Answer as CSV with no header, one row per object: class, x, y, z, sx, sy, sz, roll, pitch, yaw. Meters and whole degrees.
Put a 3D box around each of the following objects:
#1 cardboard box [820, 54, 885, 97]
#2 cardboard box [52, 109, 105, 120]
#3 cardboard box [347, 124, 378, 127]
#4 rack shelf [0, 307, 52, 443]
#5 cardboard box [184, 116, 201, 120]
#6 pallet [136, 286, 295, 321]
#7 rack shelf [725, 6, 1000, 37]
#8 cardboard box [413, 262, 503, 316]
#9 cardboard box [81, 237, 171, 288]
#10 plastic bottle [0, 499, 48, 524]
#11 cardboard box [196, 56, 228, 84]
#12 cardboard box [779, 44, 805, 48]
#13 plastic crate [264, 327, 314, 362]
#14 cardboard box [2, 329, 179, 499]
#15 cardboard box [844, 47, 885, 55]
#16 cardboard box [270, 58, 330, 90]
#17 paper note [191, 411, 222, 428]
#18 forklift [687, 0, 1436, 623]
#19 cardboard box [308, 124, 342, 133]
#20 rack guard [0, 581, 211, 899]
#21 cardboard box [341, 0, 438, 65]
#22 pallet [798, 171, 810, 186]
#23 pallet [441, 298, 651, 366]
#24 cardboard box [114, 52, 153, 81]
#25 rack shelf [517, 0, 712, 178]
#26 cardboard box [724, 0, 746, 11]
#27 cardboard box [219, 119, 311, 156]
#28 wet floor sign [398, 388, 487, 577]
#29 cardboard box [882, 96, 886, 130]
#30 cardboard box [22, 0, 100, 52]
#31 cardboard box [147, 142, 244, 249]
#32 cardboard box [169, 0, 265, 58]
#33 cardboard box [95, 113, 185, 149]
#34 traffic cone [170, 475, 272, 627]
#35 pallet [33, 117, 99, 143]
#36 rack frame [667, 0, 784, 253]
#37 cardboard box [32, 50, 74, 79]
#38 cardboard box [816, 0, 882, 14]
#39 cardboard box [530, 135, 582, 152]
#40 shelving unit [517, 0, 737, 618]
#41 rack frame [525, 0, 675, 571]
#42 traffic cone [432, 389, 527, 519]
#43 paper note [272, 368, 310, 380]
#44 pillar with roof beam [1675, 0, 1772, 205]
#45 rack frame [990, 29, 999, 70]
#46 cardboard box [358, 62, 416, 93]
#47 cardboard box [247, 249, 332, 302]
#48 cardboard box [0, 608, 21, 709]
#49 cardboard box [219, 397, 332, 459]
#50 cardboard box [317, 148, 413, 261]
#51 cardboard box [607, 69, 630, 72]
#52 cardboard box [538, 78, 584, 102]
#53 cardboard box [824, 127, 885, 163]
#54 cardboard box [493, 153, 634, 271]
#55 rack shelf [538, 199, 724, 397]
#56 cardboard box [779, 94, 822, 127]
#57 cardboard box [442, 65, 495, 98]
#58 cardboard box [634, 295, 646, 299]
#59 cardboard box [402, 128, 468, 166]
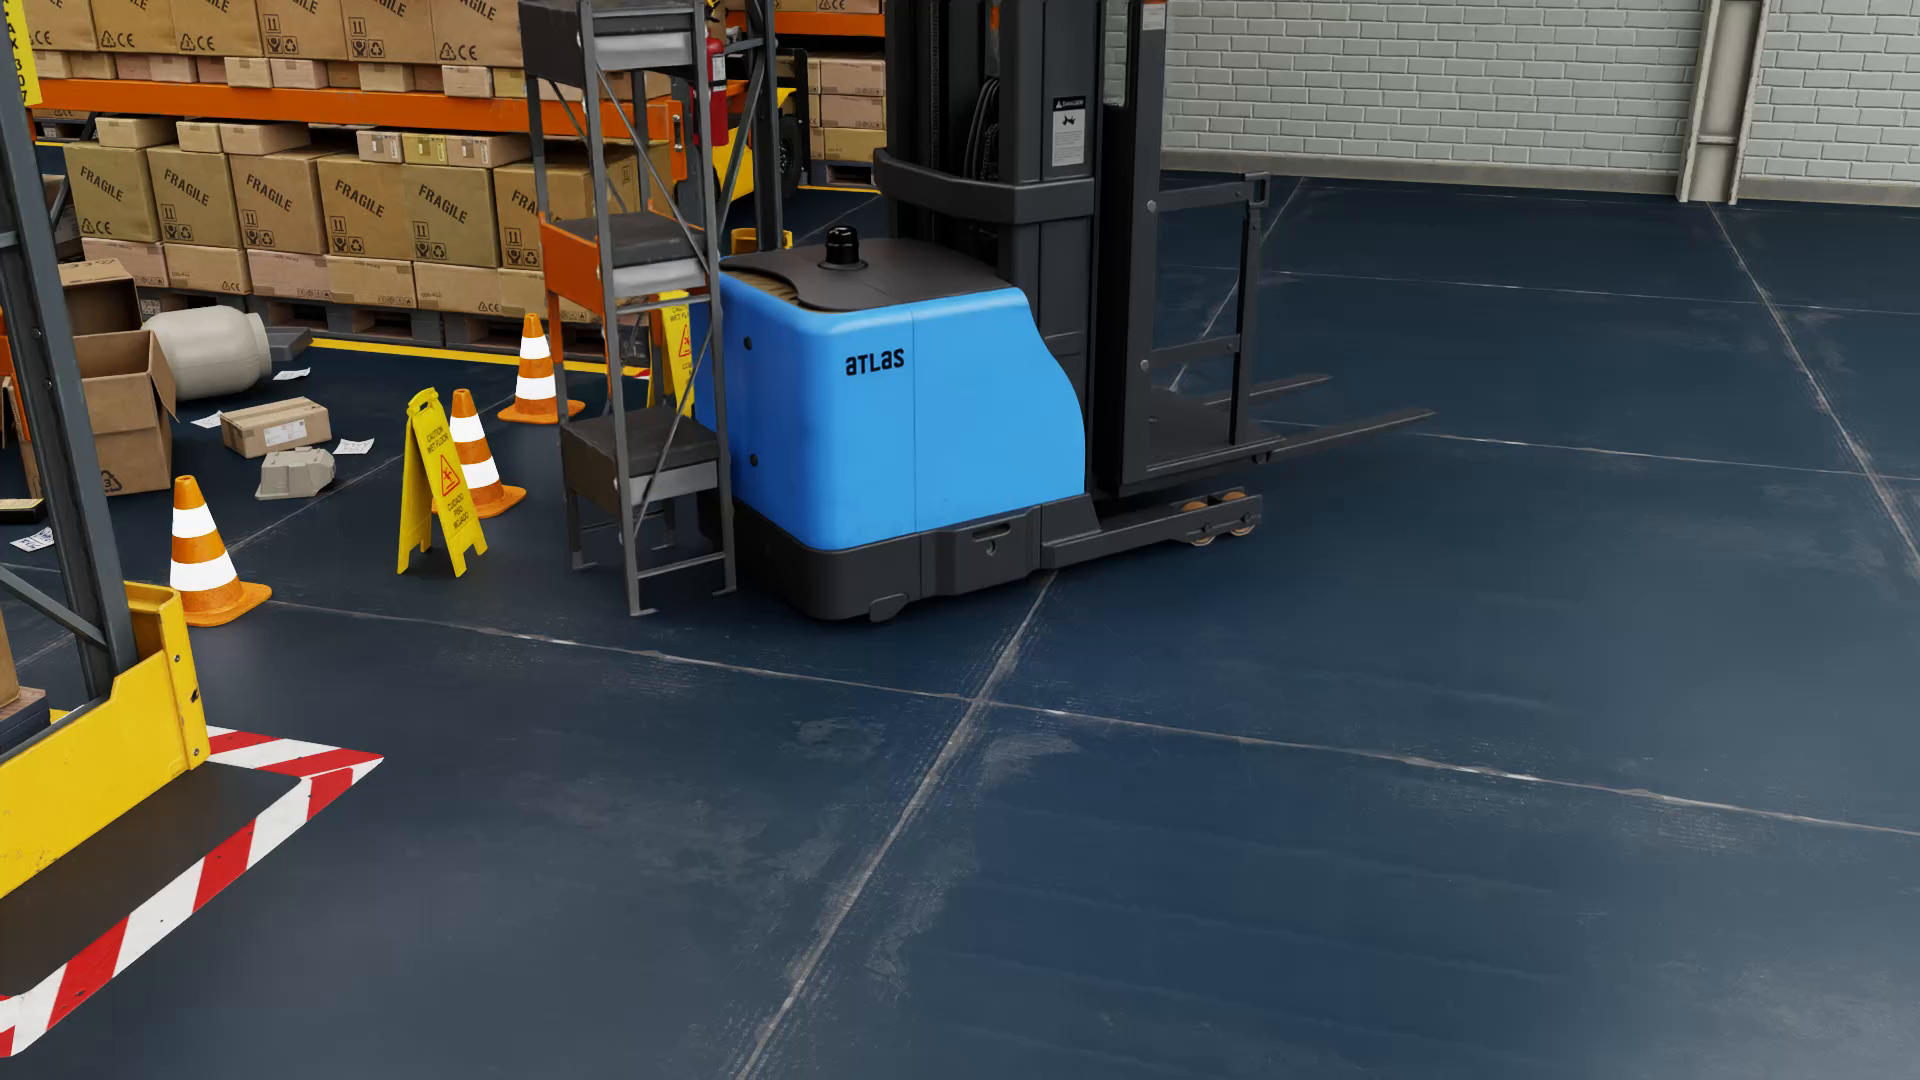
cardboard box,-0.747,-3.582,12.803,0.500,0.250,0.500,7,23,16
cardboard box,-7.851,-4.090,15.028,0.500,0.500,0.500,7,23,17
cardboard box,-4.798,-3.882,14.356,0.625,0.625,0.875,6,23,15
rack shelf,-4.403,-0.480,4.435,4.000,0.370,1.077,7,23,16
cardboard box,-6.791,-4.106,14.903,0.625,0.625,0.875,7,23,17
pallet,-4.332,-1.490,9.625,1.213,0.211,1.003,7,23,16
rack shelf,-1.640,-4.093,13.244,4.000,0.370,1.077,7,23,16
cardboard box,-2.501,-1.375,8.741,0.500,0.250,0.500,7,23,16
cardboard box,-4.498,-1.601,9.290,0.500,0.250,0.500,5,23,13
plastic bottle,-3.707,-0.111,6.460,0.283,0.061,0.133,-1,22,-3
cardboard box,-3.765,-2.489,8.718,0.250,0.149,0.380,6,23,15
cardboard box,-1.575,-3.884,13.538,0.500,0.250,0.500,6,23,14
plastic crate,-3.719,-1.020,8.652,0.583,0.080,0.402,-1,22,-3
cardboard box,-3.569,-0.521,6.876,0.637,0.503,0.797,-9,24,-21
cardboard box,-0.610,-3.766,13.252,0.500,0.250,0.500,7,23,16
cardboard box,-3.305,-2.413,8.531,0.250,0.149,0.380,6,23,15
paper note,-3.405,-0.552,7.590,0.142,0.019,0.148,16,27,34
forklift,0.547,-1.487,6.034,3.031,2.935,1.130,-14,26,-30
cardboard box,-3.854,-2.088,9.489,0.500,0.500,0.500,7,23,16
rack guard,-2.466,0.566,4.232,0.348,0.500,1.175,7,23,16
cardboard box,-2.711,-2.659,8.275,0.500,0.500,0.500,6,23,15
pallet,-1.634,-3.120,13.597,1.213,0.211,1.003,7,23,15
pallet,-1.996,-1.223,8.973,1.213,0.211,1.003,7,23,16
cardboard box,-4.256,-2.547,8.858,0.250,0.149,0.380,6,23,15
rack shelf,-1.091,-1.463,5.261,0.431,0.518,0.480,-15,27,-32
cardboard box,-1.742,-4.379,12.861,0.500,0.500,0.500,7,23,16
cardboard box,-3.645,-2.128,8.732,0.250,0.149,0.380,8,24,19
wet floor sign,-1.889,-0.220,5.957,0.232,0.644,0.267,3,22,6
cardboard box,-0.282,-3.300,12.773,0.500,0.250,0.500,6,23,15
cardboard box,-4.644,-2.876,8.804,0.500,0.500,0.500,6,23,15
cardboard box,-3.982,-1.893,9.015,0.500,0.500,0.500,8,23,18
cardboard box,-3.680,-2.769,8.545,0.500,0.500,0.500,6,23,15
cardboard box,-4.396,-2.212,8.938,0.250,0.149,0.380,7,23,16
traffic cone,-2.587,0.006,5.645,0.334,0.463,0.336,7,23,16
pallet,-8.088,-3.889,15.473,1.213,0.211,1.003,7,23,16
rack frame,-1.156,-2.403,8.175,0.127,3.000,1.000,7,23,16
cardboard box,-4.776,-2.574,8.924,0.250,0.149,0.380,6,23,15
cardboard box,-0.766,-4.272,12.600,0.500,0.500,0.500,7,23,17
cardboard box,-2.373,-1.919,9.077,0.500,0.500,0.500,6,23,14
shelving unit,-1.091,-0.828,5.521,0.431,2.100,0.503,-15,27,-32
rack frame,-1.230,-0.904,5.707,0.400,2.100,0.015,-15,27,-32
traffic cone,-1.935,-0.367,6.555,0.334,0.463,0.336,7,23,16
paper note,-3.312,-0.826,8.244,0.148,0.019,0.142,-1,22,-3
pillar with roof beam,4.369,-5.164,7.002,0.400,9.000,9.100,7,23,16
rack frame,0.275,-4.207,12.573,0.127,3.000,1.000,7,23,16
cardboard box,-2.820,-2.365,8.413,0.250,0.149,0.380,6,23,15
cardboard box,-3.475,-1.489,9.017,0.500,0.250,0.500,6,23,15
cardboard box,-3.157,0.145,4.210,0.875,0.875,0.875,7,23,16
cardboard box,-2.993,-0.494,7.277,0.380,0.149,0.250,-20,29,-39
cardboard box,-2.980,-1.779,8.736,0.500,0.500,0.500,6,23,14
cardboard box,-1.755,-2.546,8.001,0.500,0.500,0.500,6,23,15
cardboard box,-1.850,-2.237,8.103,0.250,0.149,0.380,6,23,15
cardboard box,-0.740,-3.123,13.002,0.500,0.250,0.500,7,23,15
cardboard box,-1.998,-1.665,8.458,0.500,0.500,0.500,7,23,16
rack shelf,-1.091,-0.815,5.527,0.431,0.518,0.480,-15,27,-32
cardboard box,-1.259,-3.408,13.036,0.500,0.250,0.500,6,23,14
cardboard box,-2.344,-2.290,8.232,0.250,0.149,0.380,7,23,16
cardboard box,-1.848,-1.514,9.078,0.500,0.250,0.500,6,23,15
cardboard box,-2.609,-2.010,8.444,0.250,0.149,0.380,7,23,16
